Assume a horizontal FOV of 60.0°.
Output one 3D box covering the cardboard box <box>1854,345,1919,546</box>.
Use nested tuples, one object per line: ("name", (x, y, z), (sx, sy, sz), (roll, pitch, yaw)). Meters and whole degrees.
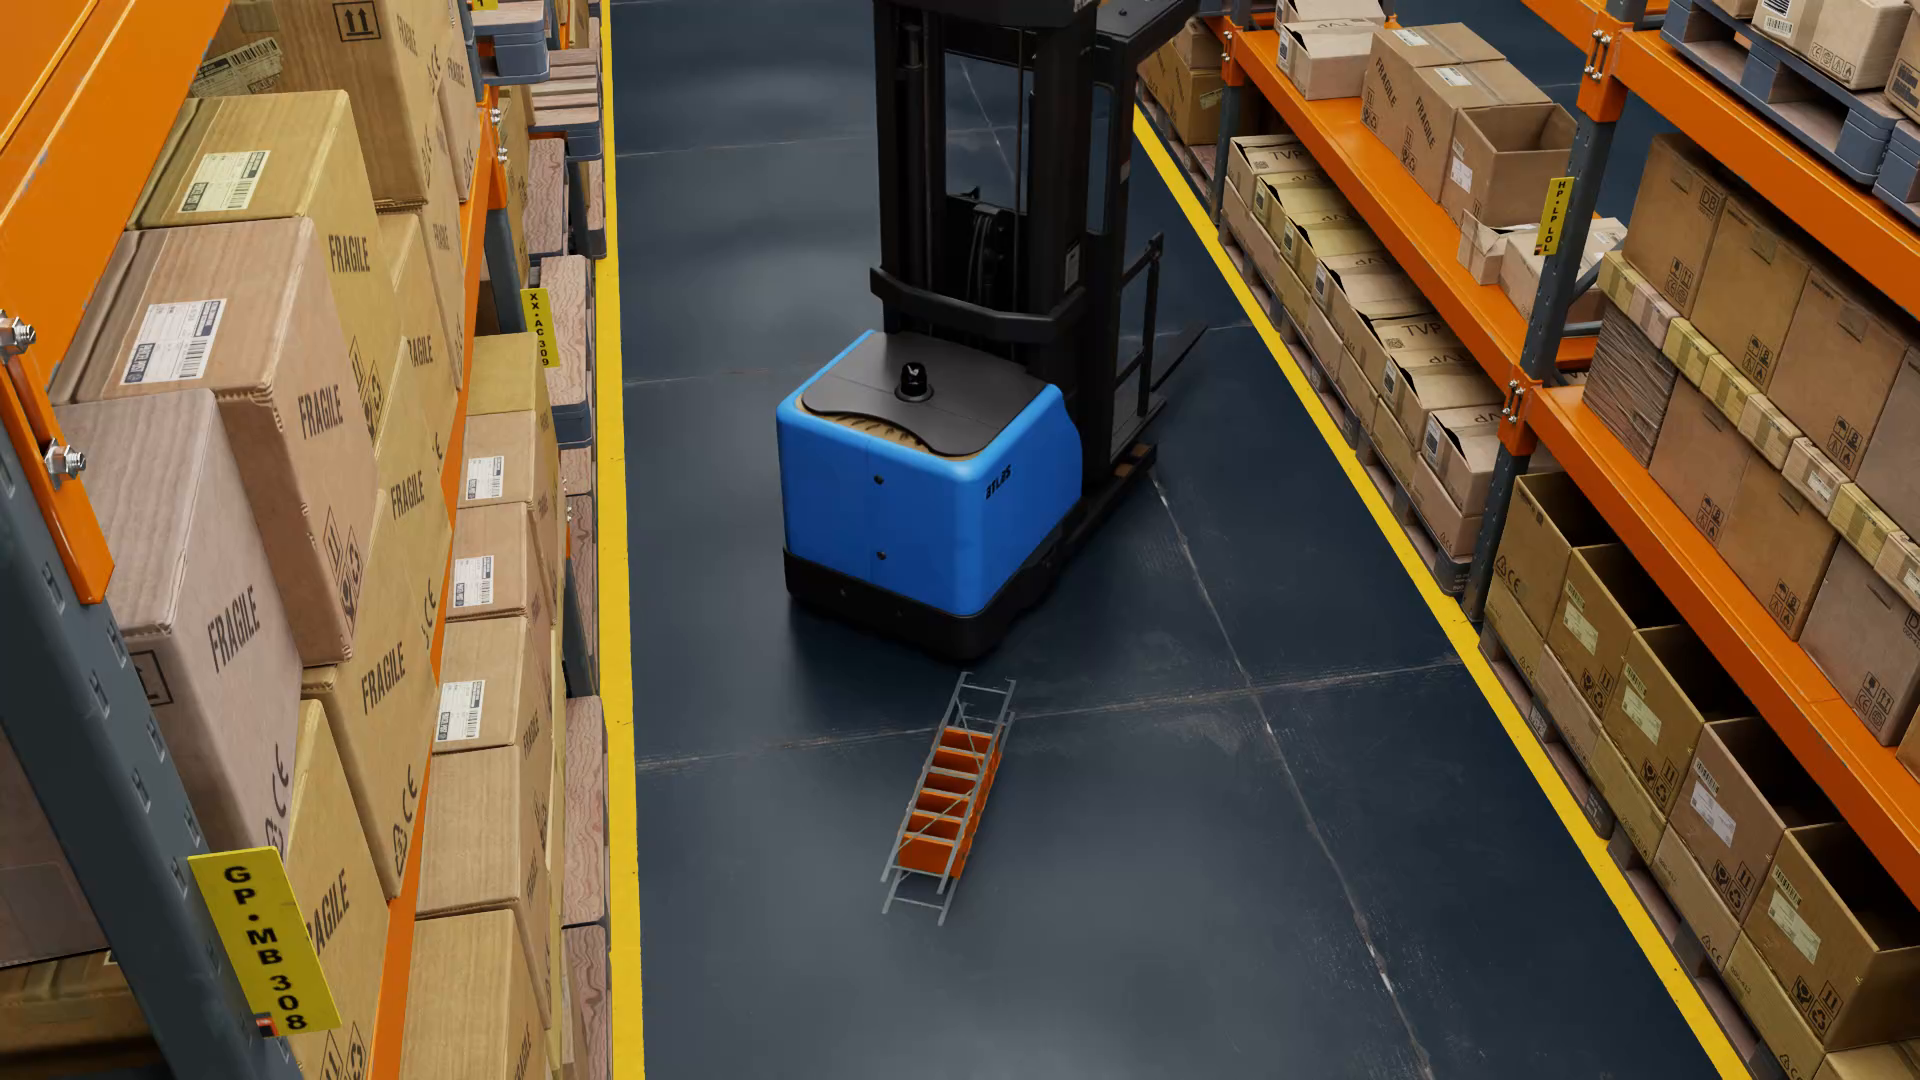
("cardboard box", (3.181, -0.264, 4.906), (0.700, 0.500, 0.500), (-6, 38, -8))

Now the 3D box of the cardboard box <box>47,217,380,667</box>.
("cardboard box", (-1.209, -0.132, 2.517), (0.500, 0.500, 0.500), (-7, 38, -8))

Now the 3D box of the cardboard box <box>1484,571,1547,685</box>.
("cardboard box", (2.615, 0.344, 7.161), (0.500, 0.250, 0.500), (-6, 38, -8))

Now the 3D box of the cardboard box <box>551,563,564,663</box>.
("cardboard box", (-1.583, 0.253, 5.485), (0.500, 0.250, 0.500), (-6, 38, -8))

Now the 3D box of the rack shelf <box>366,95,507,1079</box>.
("rack shelf", (-1.693, -0.046, 3.906), (1.077, 0.370, 4.000), (-6, 38, -8))

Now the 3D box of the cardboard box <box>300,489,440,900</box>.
("cardboard box", (-1.214, 0.273, 2.810), (0.500, 0.500, 0.500), (-4, 38, -5))

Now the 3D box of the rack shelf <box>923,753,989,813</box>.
("rack shelf", (-0.017, 0.983, 6.727), (0.258, 0.180, 0.103), (9, 39, 12))

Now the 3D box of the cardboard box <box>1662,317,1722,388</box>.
("cardboard box", (2.780, -0.694, 5.988), (0.380, 0.149, 0.250), (-7, 38, -9))

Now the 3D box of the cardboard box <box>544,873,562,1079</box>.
("cardboard box", (-1.304, 1.164, 4.312), (0.500, 0.250, 0.500), (-7, 38, -9))

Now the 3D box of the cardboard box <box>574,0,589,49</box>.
("cardboard box", (-3.046, -3.587, 11.733), (0.750, 0.750, 0.750), (-5, 38, -7))

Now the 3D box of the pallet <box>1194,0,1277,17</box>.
("pallet", (1.943, -3.631, 10.535), (1.213, 0.211, 1.003), (-6, 38, -8))

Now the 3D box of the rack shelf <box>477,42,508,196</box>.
("rack shelf", (-2.394, -2.462, 7.016), (1.077, 0.370, 4.000), (-6, 38, -8))

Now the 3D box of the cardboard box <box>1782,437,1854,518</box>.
("cardboard box", (2.919, -0.223, 5.382), (0.380, 0.149, 0.250), (-7, 38, -9))

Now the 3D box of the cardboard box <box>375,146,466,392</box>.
("cardboard box", (-1.501, -0.670, 4.024), (0.500, 0.500, 0.500), (-8, 38, -10))

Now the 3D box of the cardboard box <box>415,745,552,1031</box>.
("cardboard box", (-1.292, 0.885, 4.061), (0.500, 0.500, 0.500), (-7, 38, -9))

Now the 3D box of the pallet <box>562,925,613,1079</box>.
("pallet", (-1.674, 1.888, 5.548), (1.003, 0.211, 1.213), (-6, 38, -8))

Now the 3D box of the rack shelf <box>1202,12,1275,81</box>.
("rack shelf", (1.781, -4.229, 11.734), (1.077, 0.370, 4.000), (-6, 38, -8))

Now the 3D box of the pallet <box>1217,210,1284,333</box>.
("pallet", (2.237, -1.702, 10.169), (1.003, 0.211, 1.213), (-6, 38, -8))

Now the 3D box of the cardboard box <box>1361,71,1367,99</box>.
("cardboard box", (2.410, -2.441, 9.052), (0.380, 0.149, 0.250), (-4, 38, -5))

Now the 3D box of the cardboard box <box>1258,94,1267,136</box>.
("cardboard box", (2.235, -3.113, 11.390), (0.500, 0.500, 0.500), (-8, 38, -10))

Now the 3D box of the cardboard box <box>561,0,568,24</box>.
("cardboard box", (-2.574, -3.225, 10.044), (0.380, 0.149, 0.250), (-5, 38, -7))

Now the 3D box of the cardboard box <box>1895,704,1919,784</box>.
("cardboard box", (3.286, 0.587, 4.868), (0.700, 0.500, 0.500), (-6, 38, -8))

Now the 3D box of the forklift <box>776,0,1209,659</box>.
("forklift", (0.359, -1.516, 7.712), (1.130, 2.935, 3.031), (19, 42, 23))

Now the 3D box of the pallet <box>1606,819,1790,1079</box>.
("pallet", (3.148, 1.436, 6.130), (1.003, 0.211, 1.213), (-6, 38, -8))

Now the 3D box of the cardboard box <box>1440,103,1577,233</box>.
("cardboard box", (2.622, -1.712, 7.827), (0.500, 0.500, 0.500), (-4, 38, -5))

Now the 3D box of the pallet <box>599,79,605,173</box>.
("pallet", (-3.020, -2.888, 11.695), (1.003, 0.211, 1.213), (-6, 38, -8))

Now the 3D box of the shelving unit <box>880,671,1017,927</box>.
("shelving unit", (-0.029, 1.009, 6.693), (0.258, 0.189, 1.200), (9, 39, 12))

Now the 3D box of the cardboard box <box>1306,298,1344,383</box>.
("cardboard box", (2.210, -1.110, 9.033), (0.500, 0.250, 0.500), (-5, 38, -7))

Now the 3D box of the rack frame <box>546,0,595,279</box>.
("rack frame", (-2.745, -2.770, 9.270), (1.000, 3.000, 0.127), (-6, 38, -8))

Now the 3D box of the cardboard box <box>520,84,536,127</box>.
("cardboard box", (-2.528, -2.365, 8.310), (0.700, 0.500, 0.500), (-10, 39, -12))

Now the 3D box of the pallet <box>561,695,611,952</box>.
("pallet", (-1.891, 1.149, 6.498), (1.003, 0.211, 1.213), (-6, 38, -8))

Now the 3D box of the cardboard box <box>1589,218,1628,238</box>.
("cardboard box", (2.878, -1.347, 7.643), (0.380, 0.149, 0.250), (-6, 38, -8))

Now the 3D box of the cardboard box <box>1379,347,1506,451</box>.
("cardboard box", (2.382, -0.718, 8.070), (0.500, 0.311, 0.500), (-5, 38, -7))

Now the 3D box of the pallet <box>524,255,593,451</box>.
("pallet", (-2.035, -0.755, 6.833), (1.003, 0.211, 1.213), (-6, 38, -8))

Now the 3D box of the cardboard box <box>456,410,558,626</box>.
("cardboard box", (-1.563, -0.045, 5.258), (0.500, 0.500, 0.500), (-6, 38, -8))

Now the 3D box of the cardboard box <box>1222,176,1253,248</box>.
("cardboard box", (1.934, -2.037, 10.226), (0.500, 0.250, 0.500), (-6, 38, -8))

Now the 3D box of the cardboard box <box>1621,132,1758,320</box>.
("cardboard box", (2.917, -1.173, 6.076), (0.700, 0.500, 0.500), (-6, 38, -8))

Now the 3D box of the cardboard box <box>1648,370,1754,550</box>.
("cardboard box", (3.015, -0.343, 6.065), (0.700, 0.500, 0.500), (-7, 38, -8))

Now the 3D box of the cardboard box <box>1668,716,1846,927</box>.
("cardboard box", (2.871, 0.955, 5.764), (0.500, 0.500, 0.500), (-6, 38, -8))

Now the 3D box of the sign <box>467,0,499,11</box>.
("sign", (-1.511, -1.805, 5.162), (0.100, 0.325, 0.005), (-6, 38, -8))

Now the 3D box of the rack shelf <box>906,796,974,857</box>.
("rack shelf", (-0.079, 1.125, 6.544), (0.258, 0.180, 0.103), (9, 39, 12))

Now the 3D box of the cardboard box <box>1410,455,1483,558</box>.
("cardboard box", (2.474, -0.188, 7.846), (0.500, 0.250, 0.500), (-7, 38, -8))

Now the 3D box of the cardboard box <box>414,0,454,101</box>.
("cardboard box", (-1.582, -1.375, 4.117), (0.500, 0.500, 0.500), (-4, 38, -5))

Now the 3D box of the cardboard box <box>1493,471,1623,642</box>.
("cardboard box", (2.606, 0.049, 6.930), (0.500, 0.500, 0.500), (-6, 38, -8))

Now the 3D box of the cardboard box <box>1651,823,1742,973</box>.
("cardboard box", (2.874, 1.250, 5.994), (0.500, 0.250, 0.500), (-6, 38, -8))

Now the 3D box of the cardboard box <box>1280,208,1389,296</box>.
("cardboard box", (2.121, -1.634, 9.249), (0.500, 0.311, 0.500), (-7, 38, -9))

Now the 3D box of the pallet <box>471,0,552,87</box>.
("pallet", (-2.047, -1.848, 5.792), (1.213, 0.211, 1.003), (-6, 38, -8))

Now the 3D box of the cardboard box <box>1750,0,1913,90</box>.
("cardboard box", (2.756, -1.600, 4.936), (0.500, 0.311, 0.500), (-8, 39, -10))

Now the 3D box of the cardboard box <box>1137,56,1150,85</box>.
("cardboard box", (1.548, -3.660, 12.095), (0.500, 0.500, 0.500), (-8, 38, -10))

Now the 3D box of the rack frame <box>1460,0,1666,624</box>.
("rack frame", (2.833, -0.889, 6.849), (1.000, 3.000, 0.127), (-6, 38, -8))

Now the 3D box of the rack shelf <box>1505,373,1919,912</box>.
("rack shelf", (3.183, 0.603, 5.515), (1.077, 0.370, 4.000), (-6, 38, -8))

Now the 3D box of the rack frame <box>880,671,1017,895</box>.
("rack frame", (-0.029, 0.937, 6.637), (0.240, 0.006, 1.200), (9, 39, 12))

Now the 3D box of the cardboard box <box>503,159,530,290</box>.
("cardboard box", (-2.190, -1.216, 6.830), (0.700, 0.500, 0.500), (-3, 38, -3))
